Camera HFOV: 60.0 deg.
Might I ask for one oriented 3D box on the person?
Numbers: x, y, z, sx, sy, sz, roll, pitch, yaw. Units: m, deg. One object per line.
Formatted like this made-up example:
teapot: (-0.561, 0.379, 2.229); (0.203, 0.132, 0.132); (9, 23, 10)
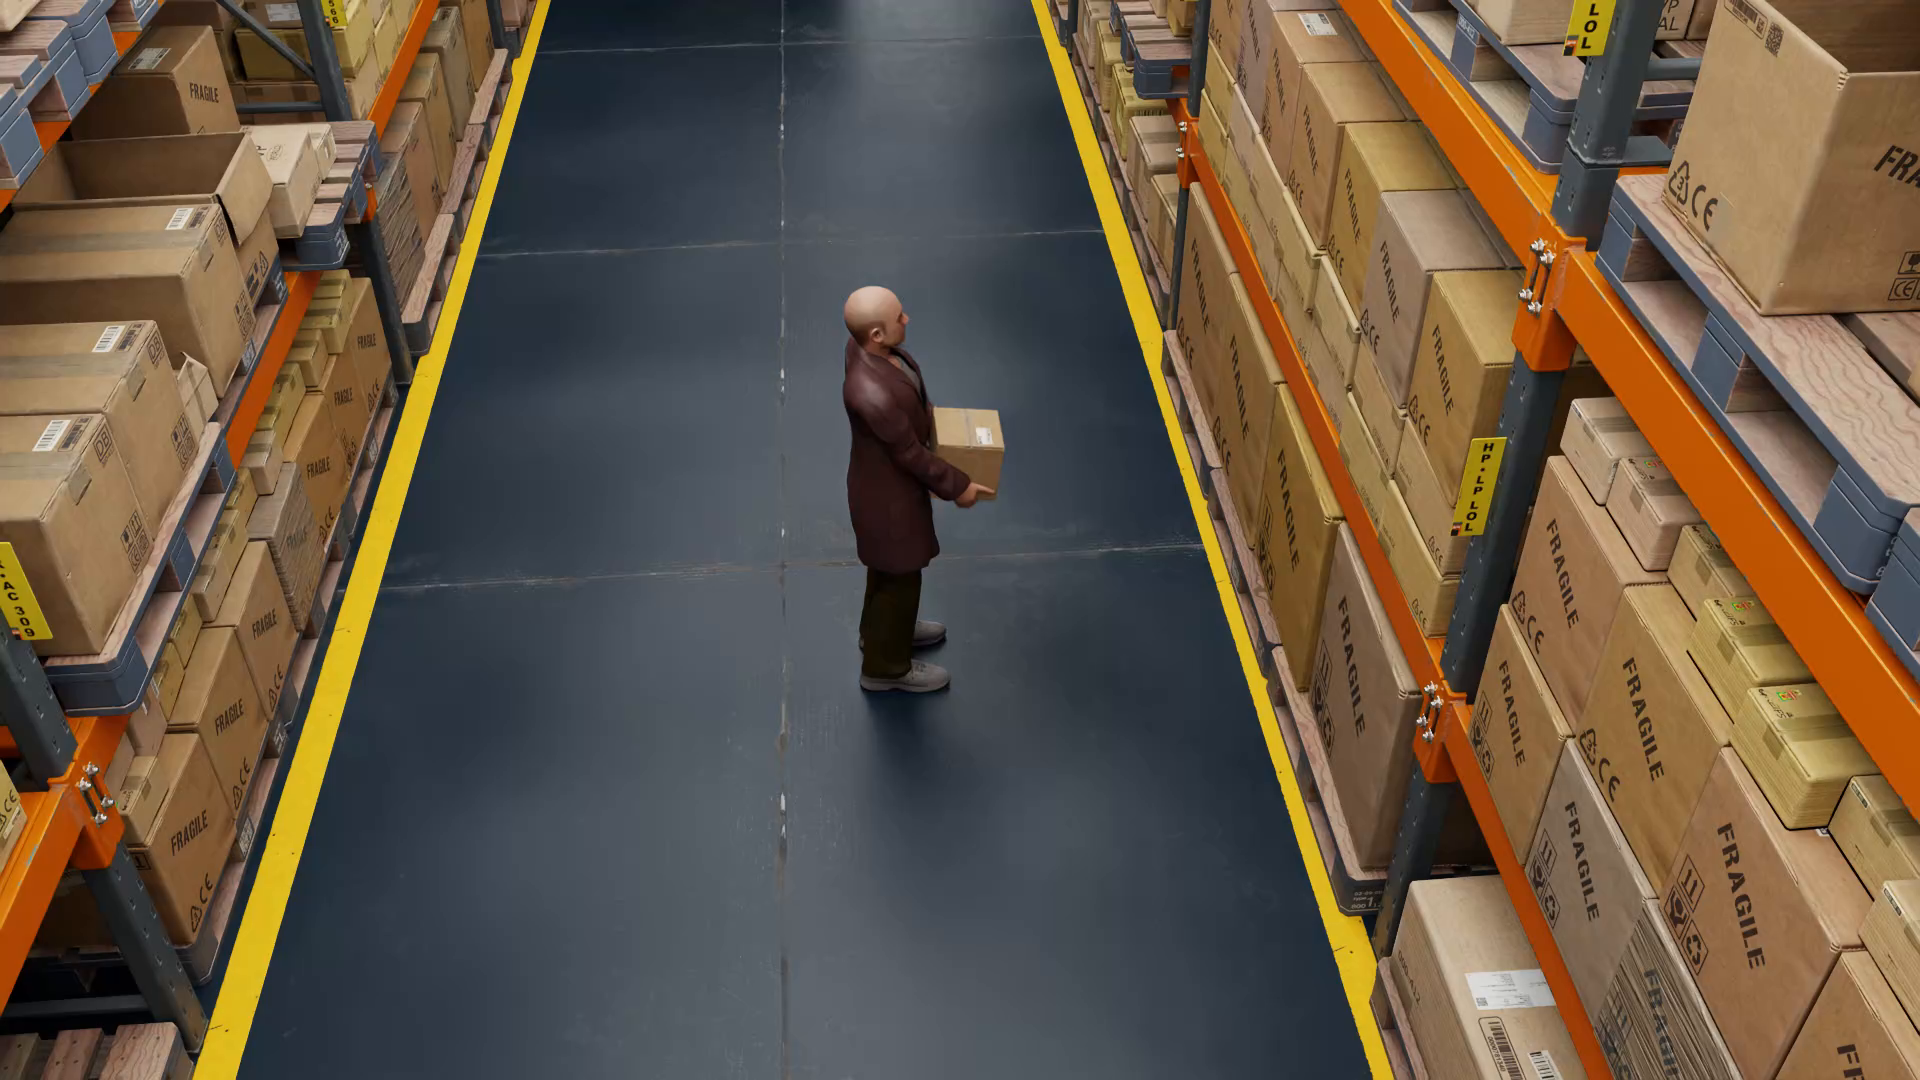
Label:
person: (-0.158, -0.192, 6.407); (0.552, 1.776, 0.524); (-3, 39, -4)
